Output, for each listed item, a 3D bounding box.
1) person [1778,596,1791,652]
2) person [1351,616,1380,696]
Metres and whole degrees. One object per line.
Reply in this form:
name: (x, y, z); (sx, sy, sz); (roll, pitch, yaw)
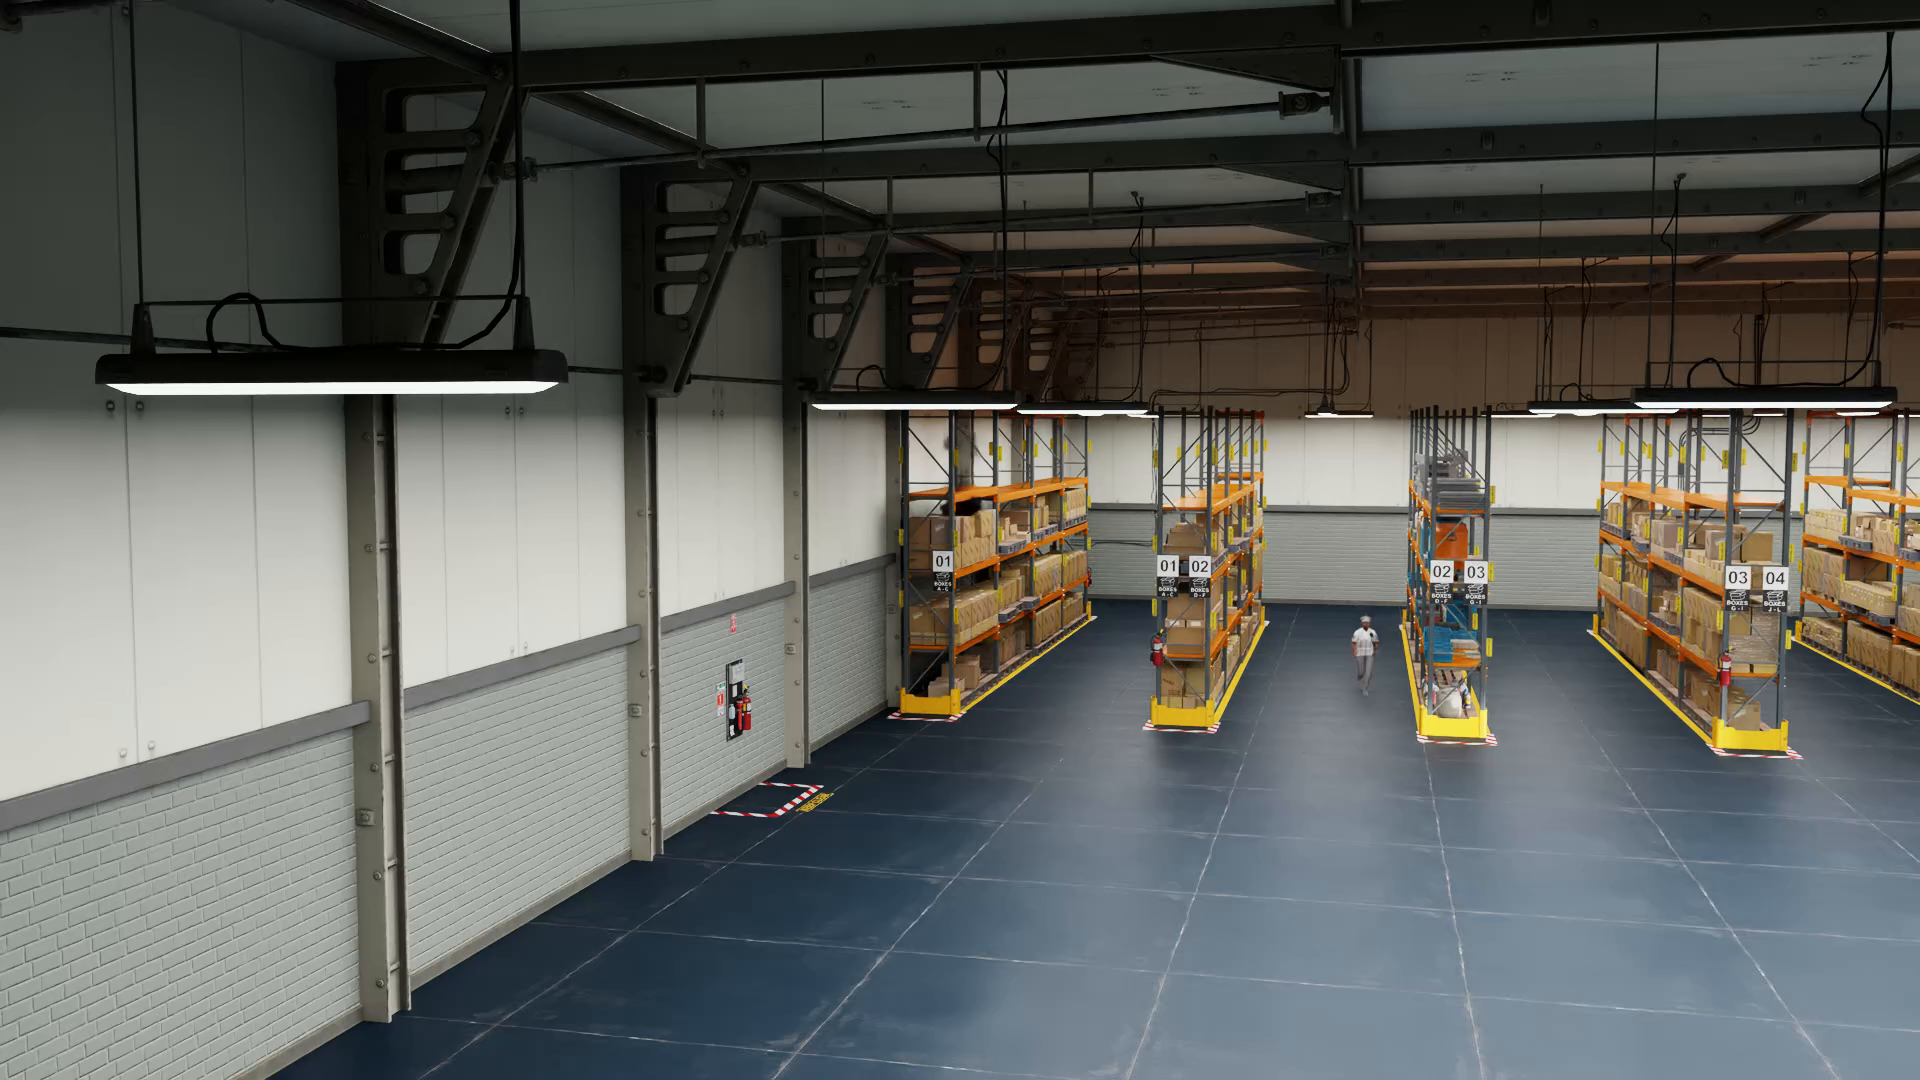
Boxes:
person: (20.178, 1.884, 41.138); (0.693, 1.784, 0.980); (1, 4, 14)
person: (8.485, 2.409, 34.809); (0.585, 1.667, 0.604); (1, 4, 8)
